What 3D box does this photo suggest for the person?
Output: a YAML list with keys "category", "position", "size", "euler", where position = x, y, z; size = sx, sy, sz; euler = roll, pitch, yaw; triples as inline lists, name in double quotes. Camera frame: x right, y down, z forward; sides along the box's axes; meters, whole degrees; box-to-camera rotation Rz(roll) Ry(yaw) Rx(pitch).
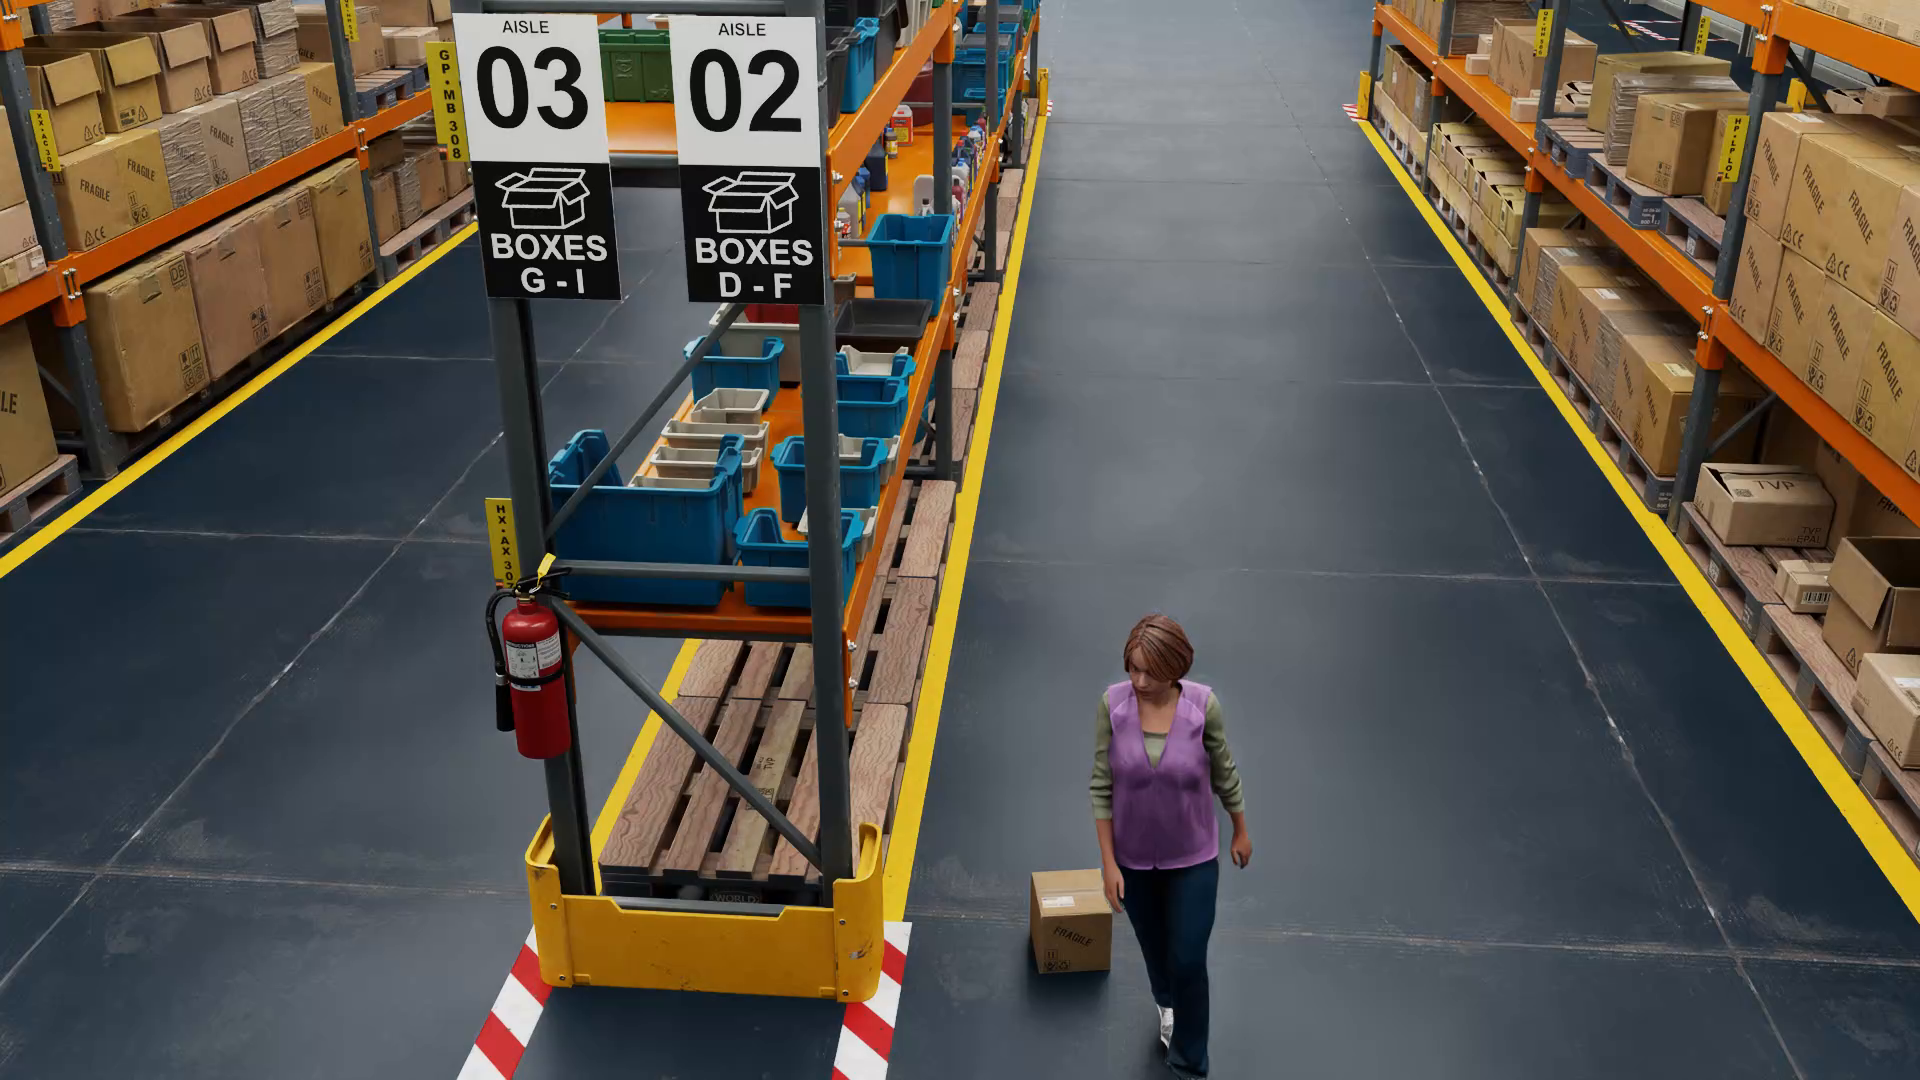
- category: "person"
  position: [0.623, 0.983, 5.011]
  size: [0.486, 1.615, 0.633]
  euler: [6, 26, 13]
